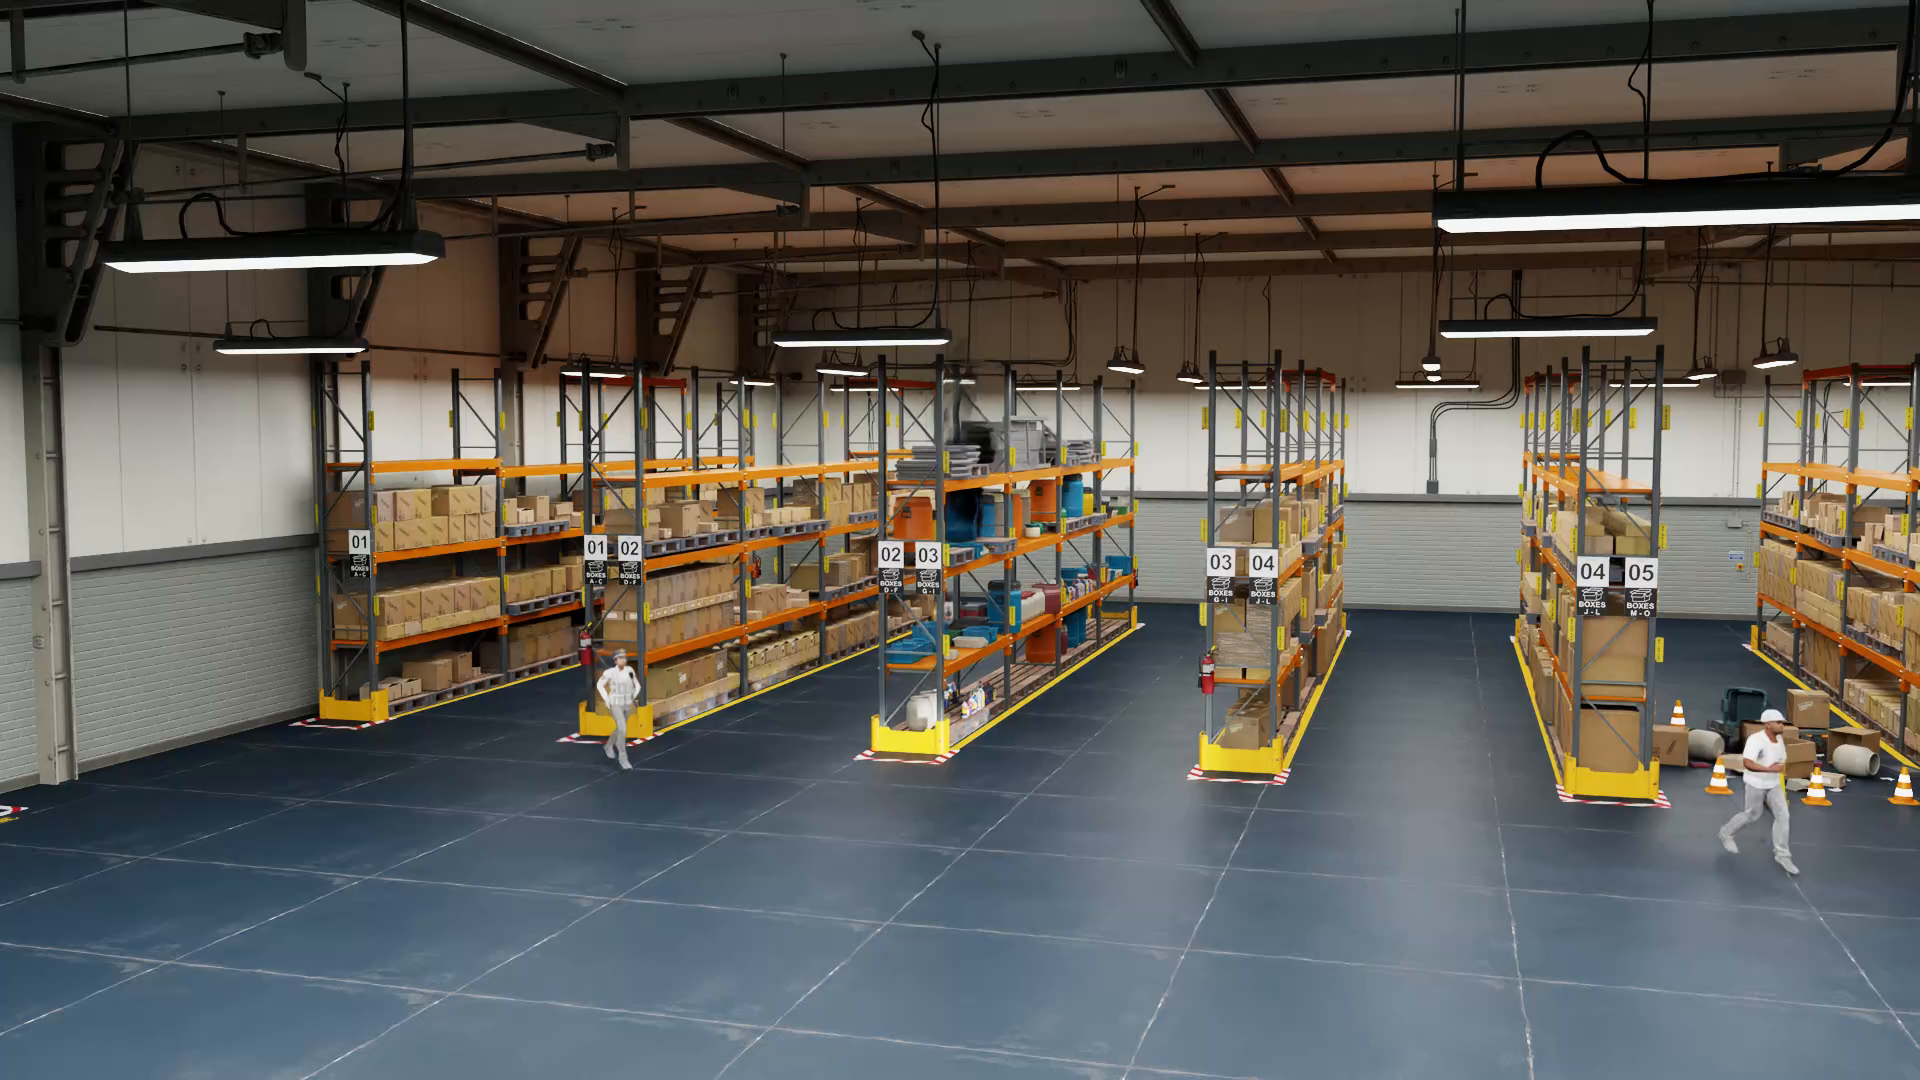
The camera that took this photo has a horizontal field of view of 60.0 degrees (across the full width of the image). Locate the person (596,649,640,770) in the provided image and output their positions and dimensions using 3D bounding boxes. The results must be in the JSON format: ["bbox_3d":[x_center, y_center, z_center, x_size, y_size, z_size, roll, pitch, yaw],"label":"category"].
[{"bbox_3d":[-4.957,2.428,24.207,0.603,1.744,0.792,-4,6,-43],"label":"person"}]

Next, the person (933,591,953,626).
[{"bbox_3d":[-0.322,1.795,33.542,0.536,1.583,0.856,1,4,13],"label":"person"}]

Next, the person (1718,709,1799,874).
[{"bbox_3d":[9.041,2.784,18.778,0.729,1.794,0.989,-2,5,-30],"label":"person"}]
